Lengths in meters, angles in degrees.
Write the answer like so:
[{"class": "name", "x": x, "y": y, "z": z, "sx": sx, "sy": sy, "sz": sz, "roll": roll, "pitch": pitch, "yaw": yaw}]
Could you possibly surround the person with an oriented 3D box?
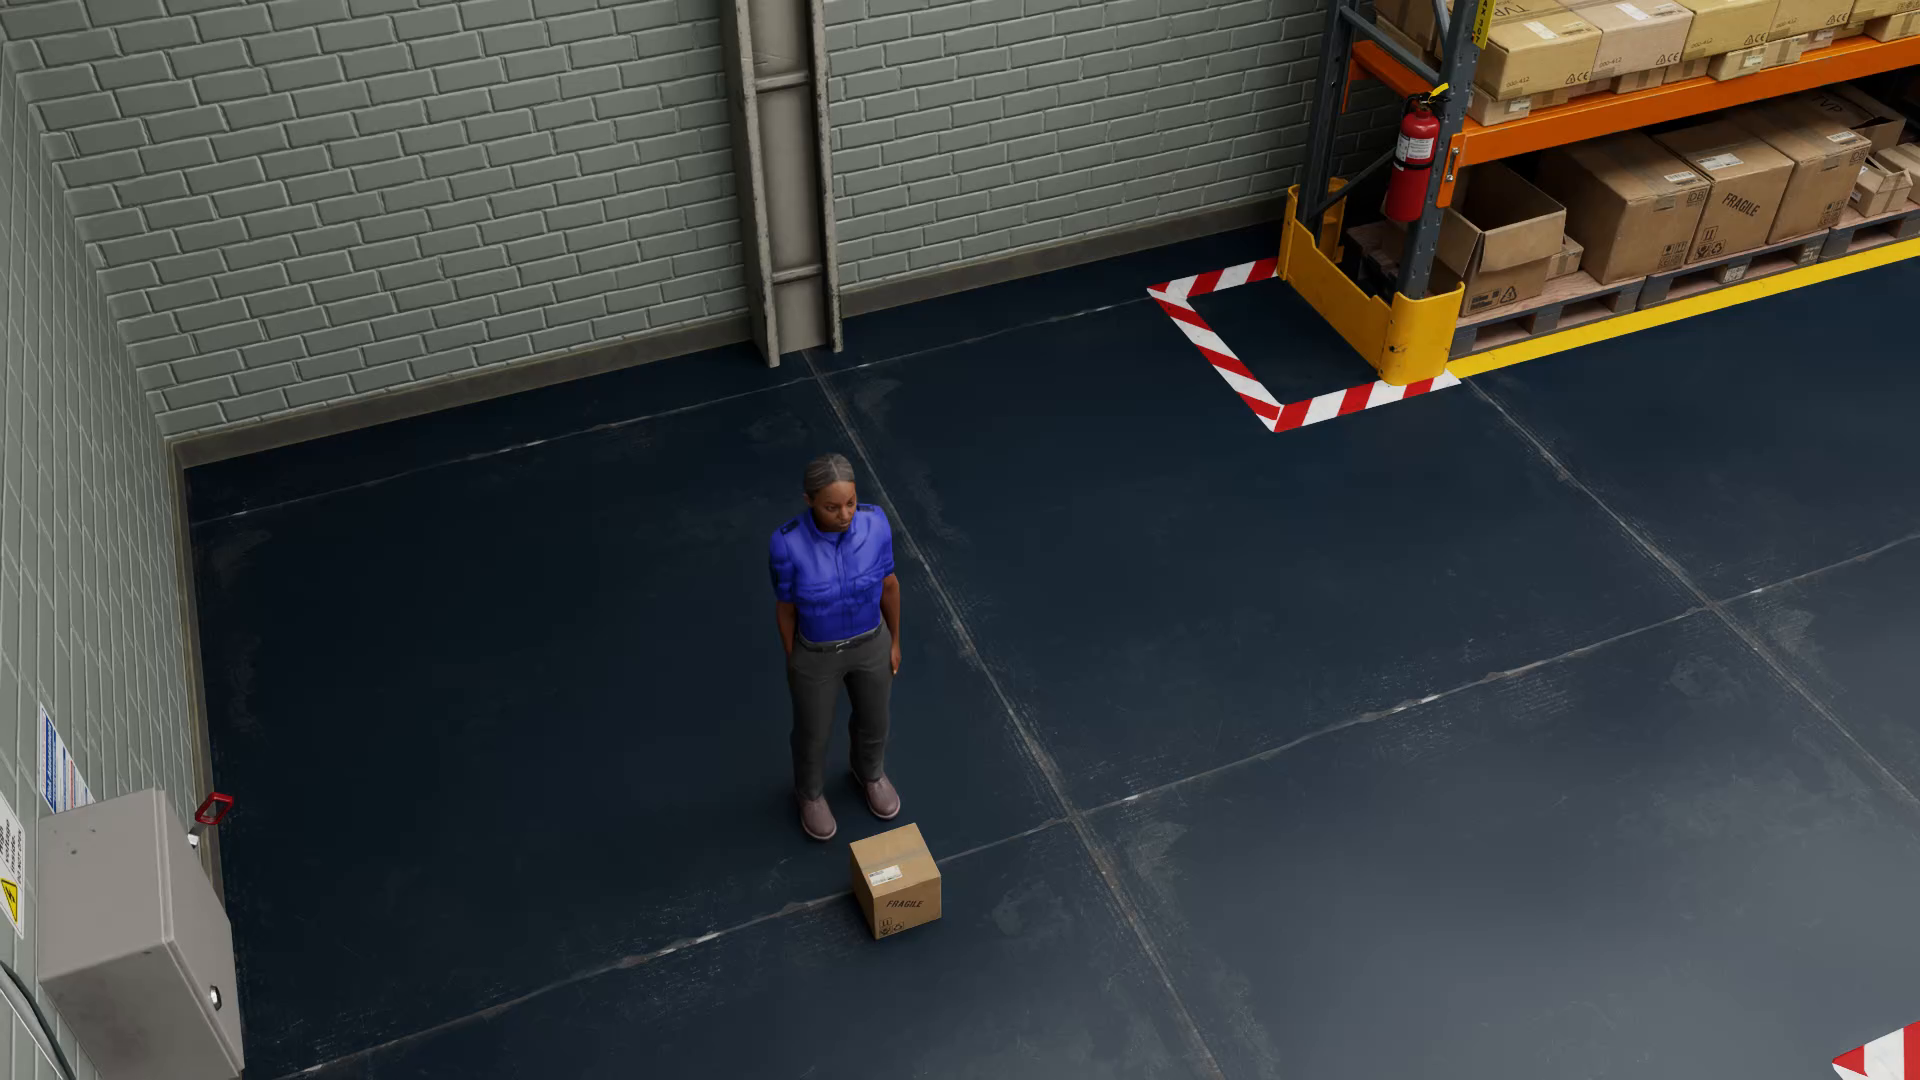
[{"class": "person", "x": -0.407, "y": 0.373, "z": 5.752, "sx": 0.436, "sy": 1.657, "sz": 0.307, "roll": -15, "pitch": 44, "yaw": -16}]
